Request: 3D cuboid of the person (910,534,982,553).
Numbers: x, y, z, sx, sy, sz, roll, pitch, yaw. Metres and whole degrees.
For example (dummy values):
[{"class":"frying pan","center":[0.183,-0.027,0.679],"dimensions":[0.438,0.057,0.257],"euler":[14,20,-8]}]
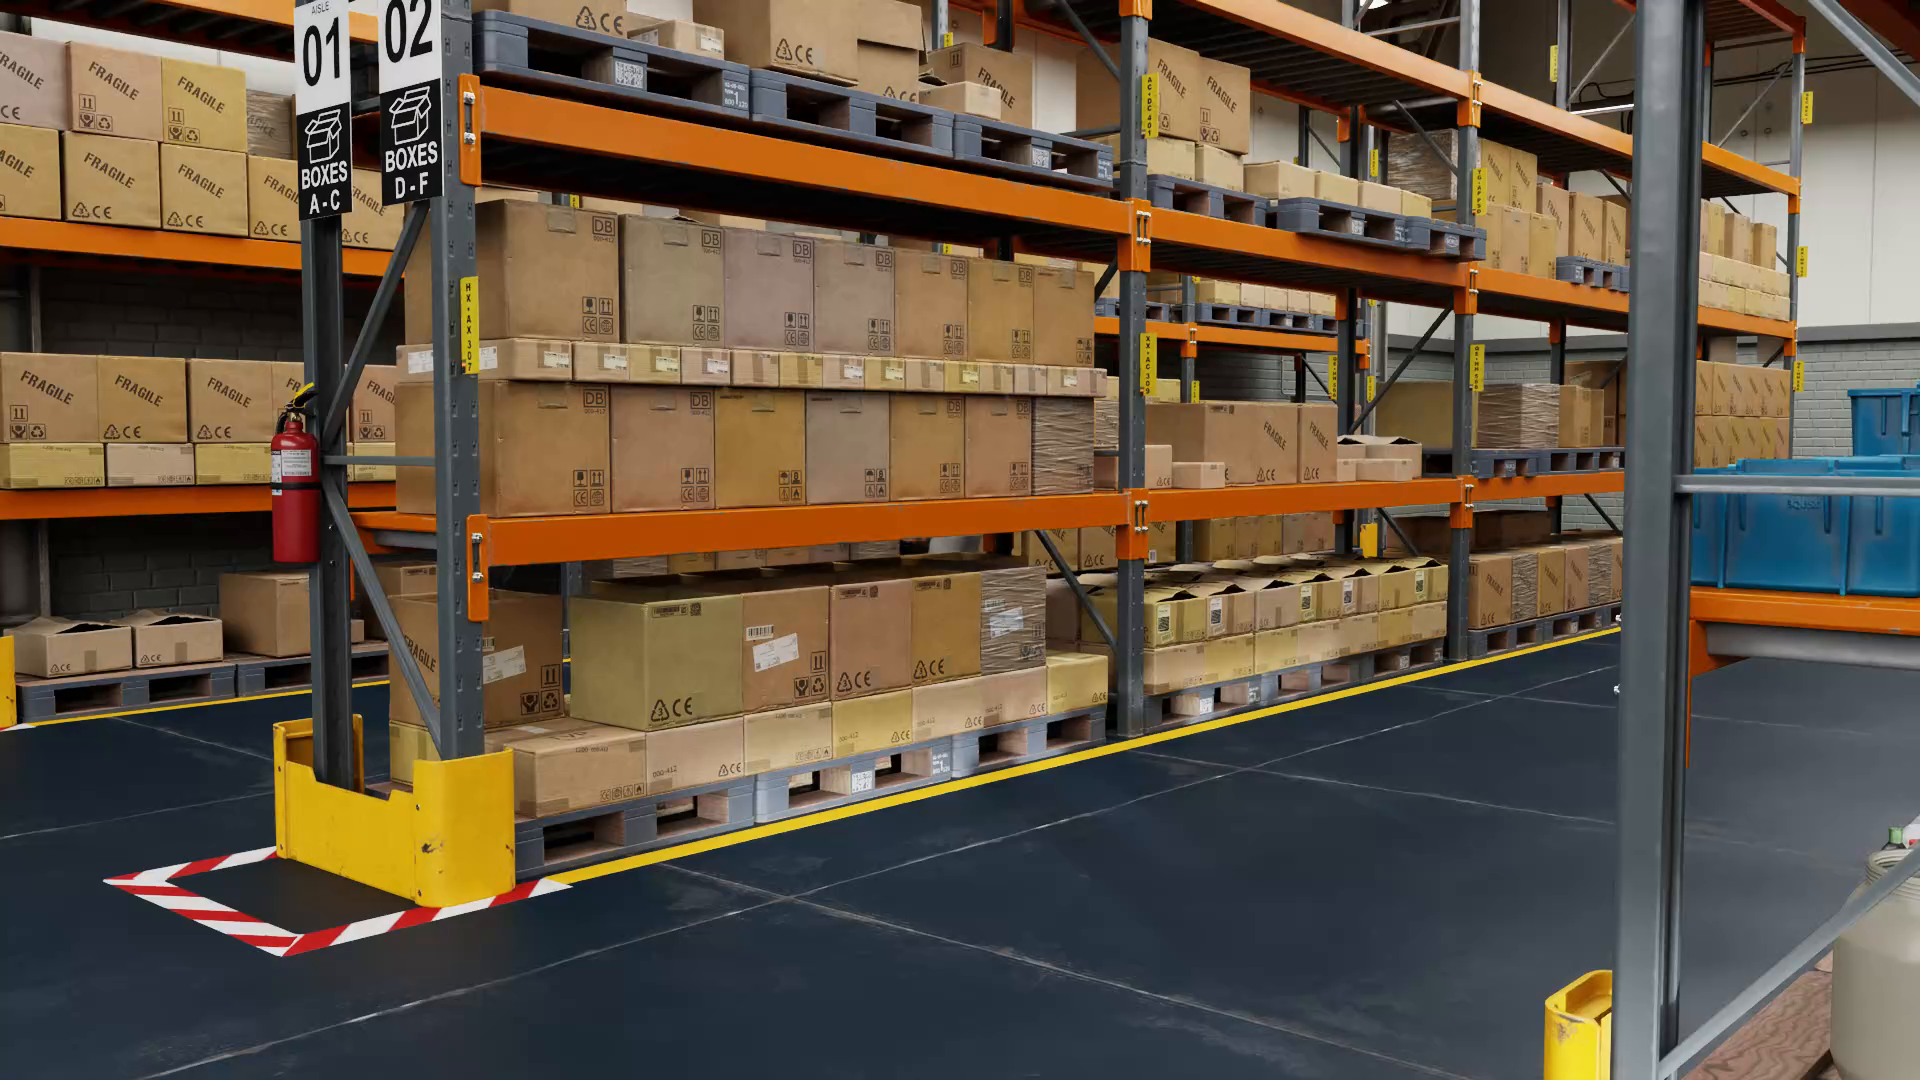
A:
[{"class":"person","center":[-0.121,-0.069,13.124],"dimensions":[0.607,1.720,0.483],"euler":[3,5,40]}]
